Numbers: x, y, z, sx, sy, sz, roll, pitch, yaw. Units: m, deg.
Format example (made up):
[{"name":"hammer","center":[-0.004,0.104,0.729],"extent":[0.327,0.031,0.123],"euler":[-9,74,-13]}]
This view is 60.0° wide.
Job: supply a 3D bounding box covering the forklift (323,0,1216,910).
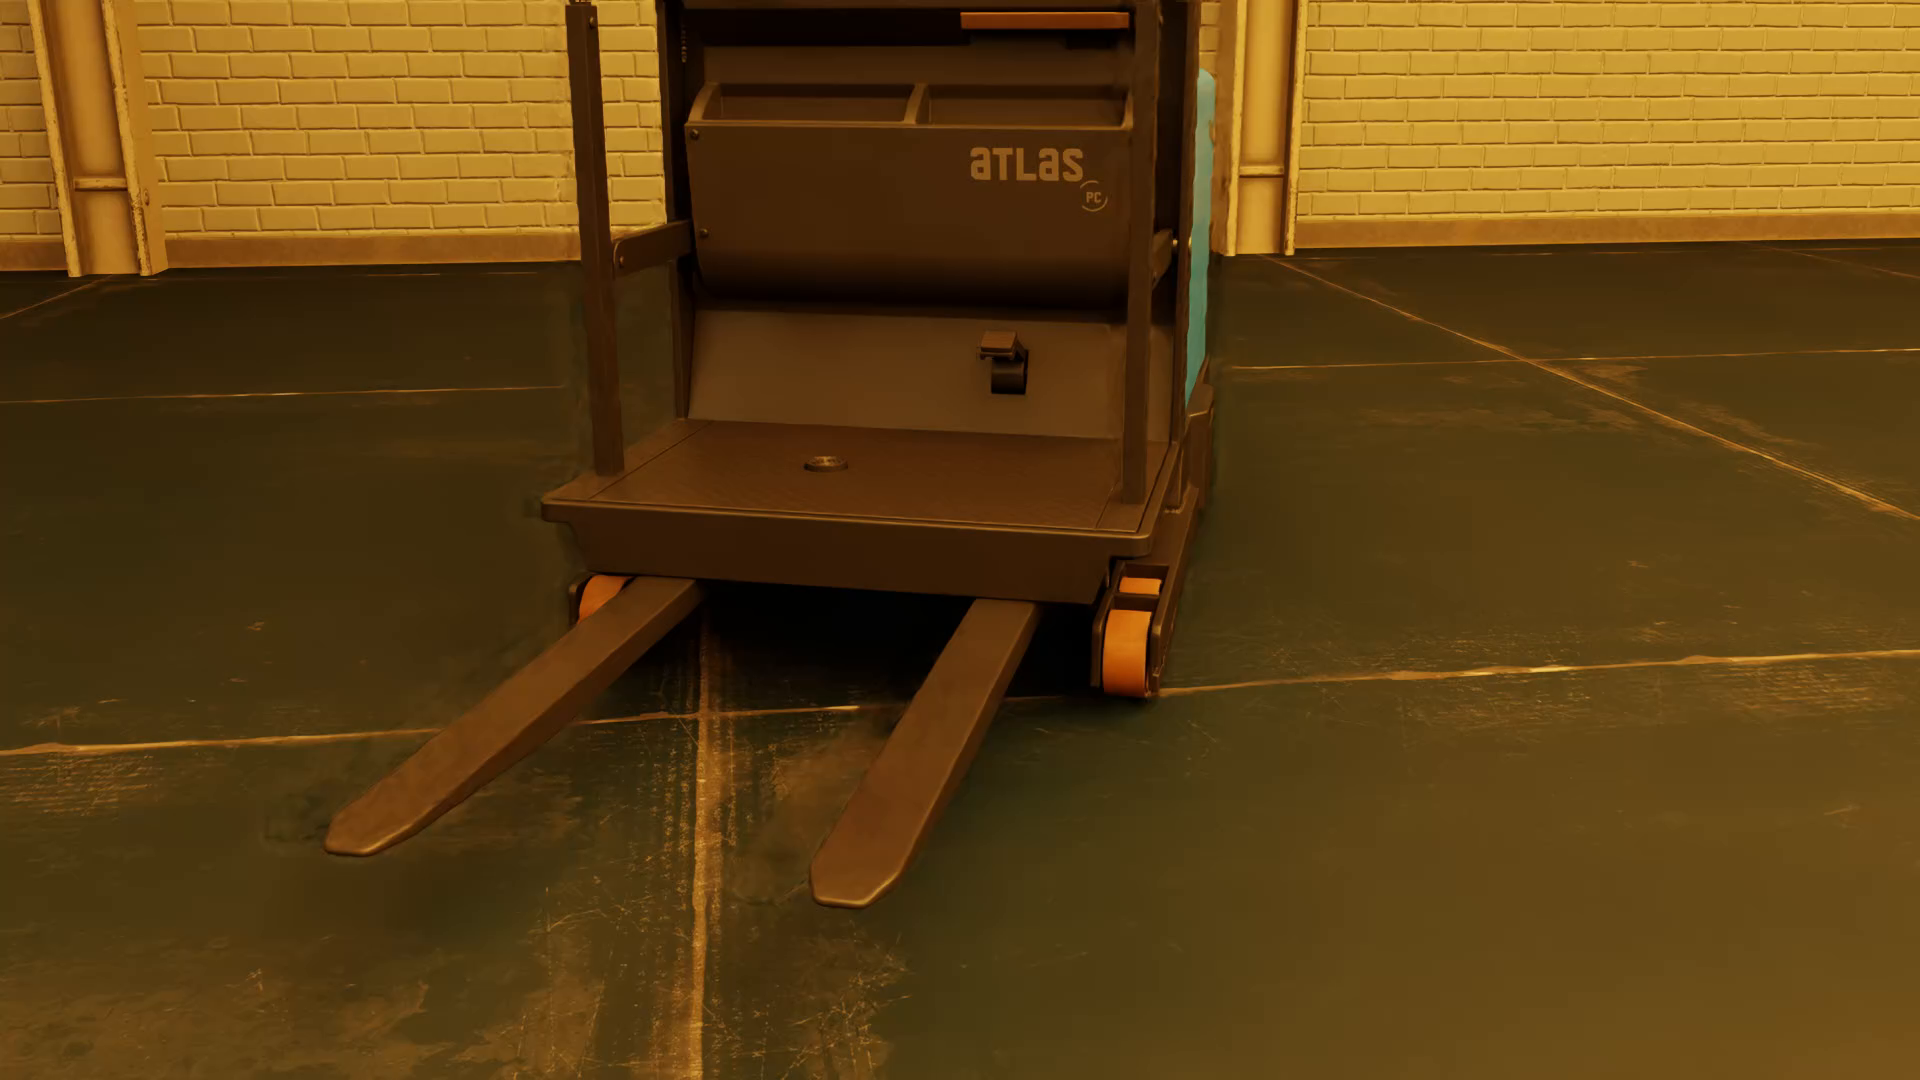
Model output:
[{"name":"forklift","center":[-0.124,-1.231,2.971],"extent":[1.130,2.935,3.031],"euler":[3,17,11]}]
